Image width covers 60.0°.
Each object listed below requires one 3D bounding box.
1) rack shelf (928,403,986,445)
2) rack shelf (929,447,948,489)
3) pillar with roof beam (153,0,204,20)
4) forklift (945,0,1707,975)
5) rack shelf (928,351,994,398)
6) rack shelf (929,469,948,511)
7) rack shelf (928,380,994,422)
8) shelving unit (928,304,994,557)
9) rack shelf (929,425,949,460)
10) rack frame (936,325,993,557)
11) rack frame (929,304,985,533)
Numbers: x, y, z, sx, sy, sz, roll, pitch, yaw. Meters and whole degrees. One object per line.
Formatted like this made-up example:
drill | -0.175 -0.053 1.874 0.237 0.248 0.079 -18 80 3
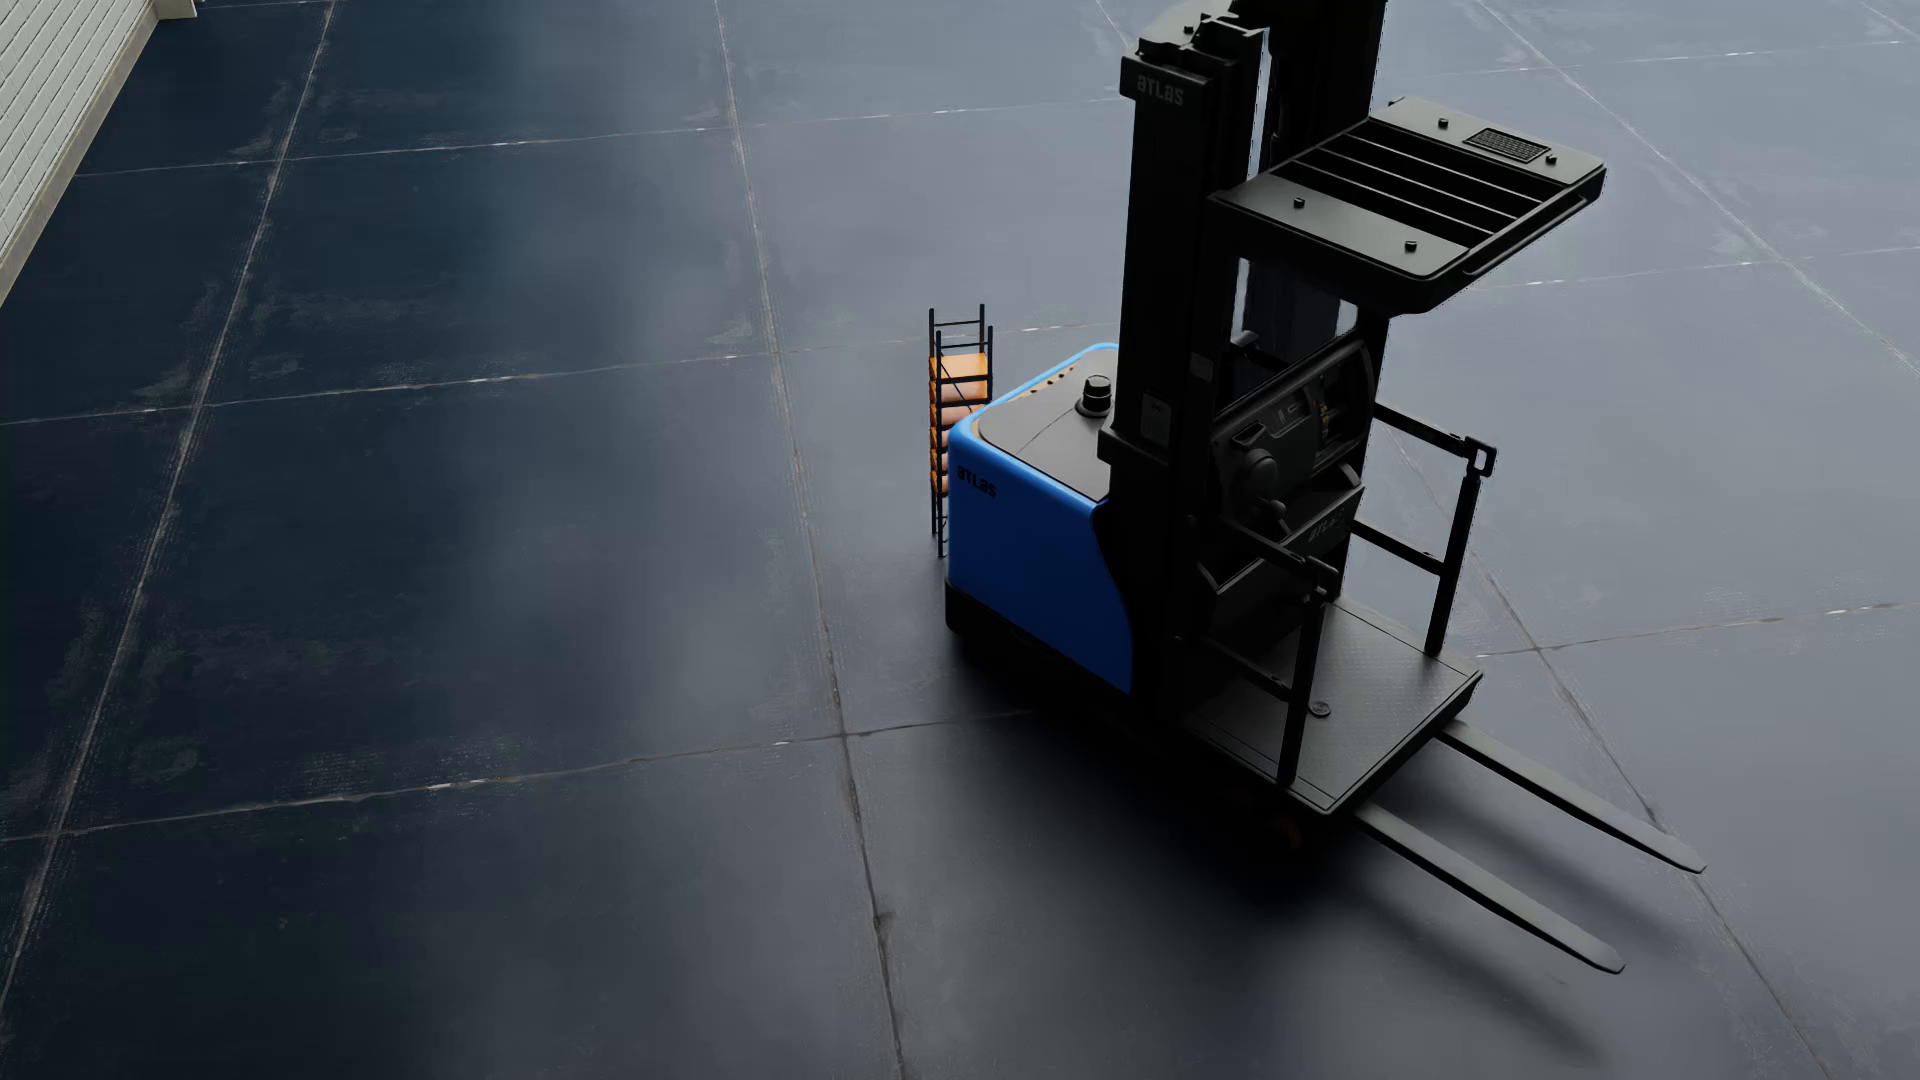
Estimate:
rack shelf | 0.003 -0.525 7.324 0.258 0.103 0.180 -6 38 -8
rack shelf | 0.003 -0.335 7.472 0.258 0.103 0.180 -6 38 -8
pillar with roof beam | -1.931 -8.212 10.985 9.100 9.000 0.400 -6 38 -8
forklift | 1.340 -0.334 5.791 3.031 2.935 1.130 31 47 34
rack shelf | 0.003 -0.714 7.177 0.258 0.103 0.180 -6 38 -8
rack shelf | 0.003 -0.240 7.545 0.258 0.103 0.180 -6 38 -8
rack shelf | 0.003 -0.620 7.251 0.258 0.103 0.180 -6 38 -8
shelving unit | 0.003 -0.465 7.371 0.258 1.200 0.189 -6 38 -8
rack shelf | 0.003 -0.430 7.398 0.258 0.103 0.180 -6 38 -8
rack frame | 0.019 -0.410 7.300 0.240 1.200 0.006 -6 38 -8
rack frame | -0.014 -0.520 7.442 0.240 1.200 0.006 -6 38 -8
